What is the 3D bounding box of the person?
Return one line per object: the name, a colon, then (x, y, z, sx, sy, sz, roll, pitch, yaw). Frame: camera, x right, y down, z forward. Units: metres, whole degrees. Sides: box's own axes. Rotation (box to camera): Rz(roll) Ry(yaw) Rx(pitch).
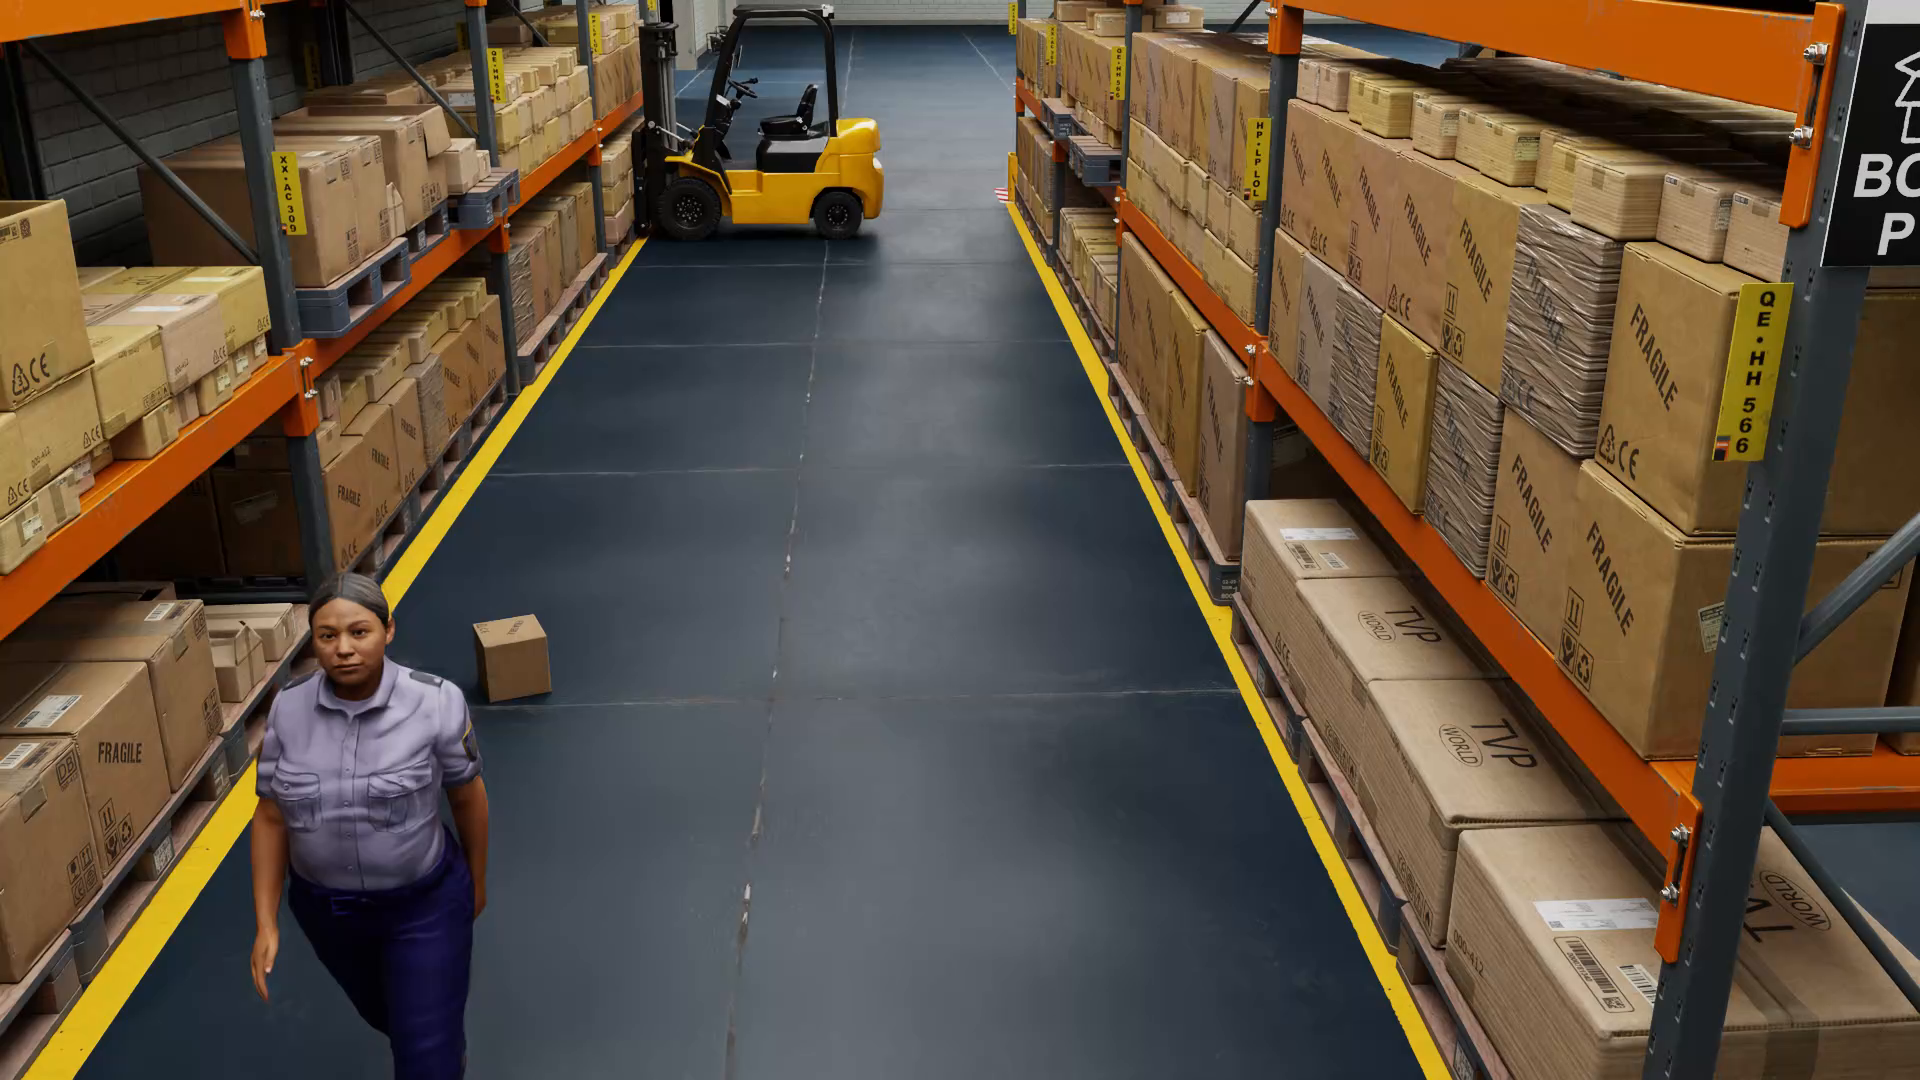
person: (-1.349, 0.858, 3.772, 0.482, 1.586, 0.984, 1, 21, 2)
